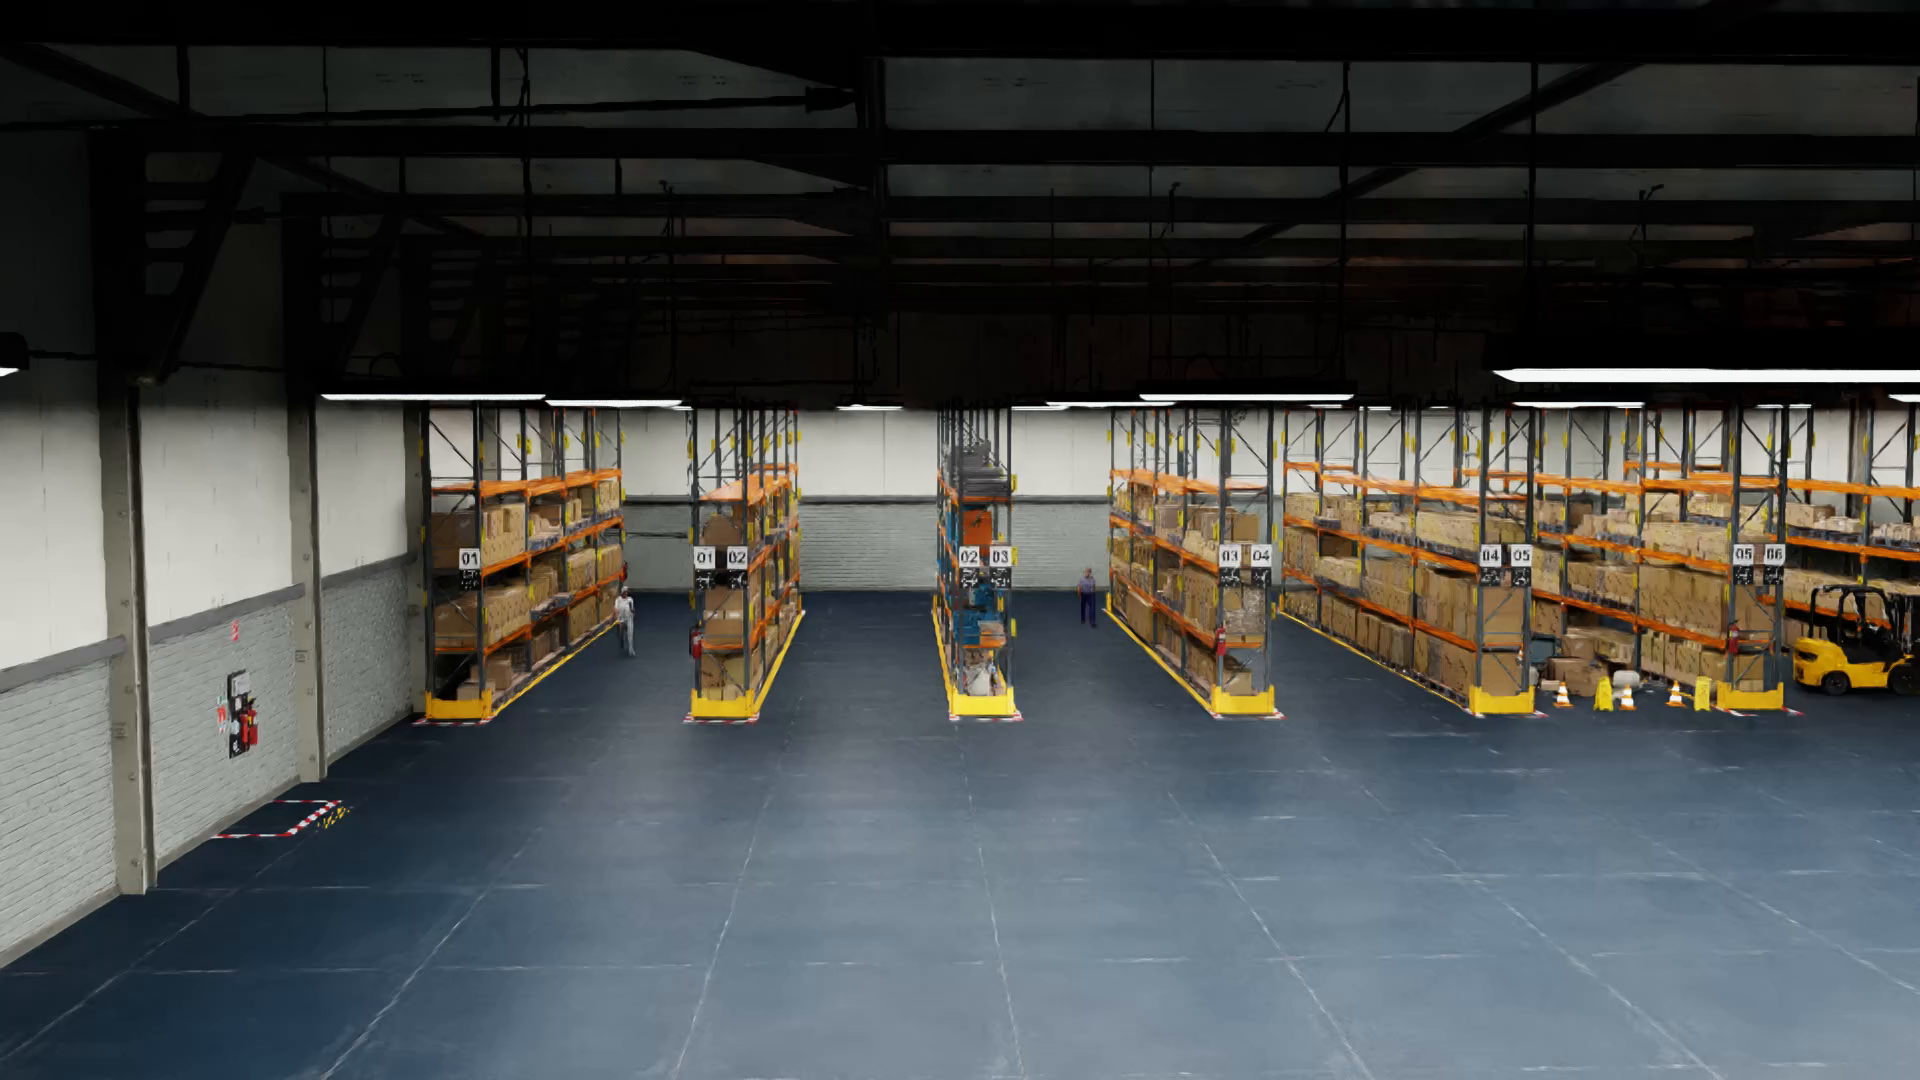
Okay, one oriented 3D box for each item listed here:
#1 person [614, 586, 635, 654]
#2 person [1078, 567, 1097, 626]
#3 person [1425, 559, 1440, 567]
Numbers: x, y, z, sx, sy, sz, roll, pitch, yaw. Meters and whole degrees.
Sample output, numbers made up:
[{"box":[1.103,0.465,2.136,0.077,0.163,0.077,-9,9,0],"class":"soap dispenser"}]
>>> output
[{"box":[-7.913,1.882,39.245,0.491,1.598,1.000,-1,4,-11],"class":"person"},{"box":[3.390,1.486,44.457,0.479,1.550,1.079,0,4,0],"class":"person"},{"box":[14.542,0.977,51.076,0.461,1.583,0.519,-3,5,-32],"class":"person"}]
